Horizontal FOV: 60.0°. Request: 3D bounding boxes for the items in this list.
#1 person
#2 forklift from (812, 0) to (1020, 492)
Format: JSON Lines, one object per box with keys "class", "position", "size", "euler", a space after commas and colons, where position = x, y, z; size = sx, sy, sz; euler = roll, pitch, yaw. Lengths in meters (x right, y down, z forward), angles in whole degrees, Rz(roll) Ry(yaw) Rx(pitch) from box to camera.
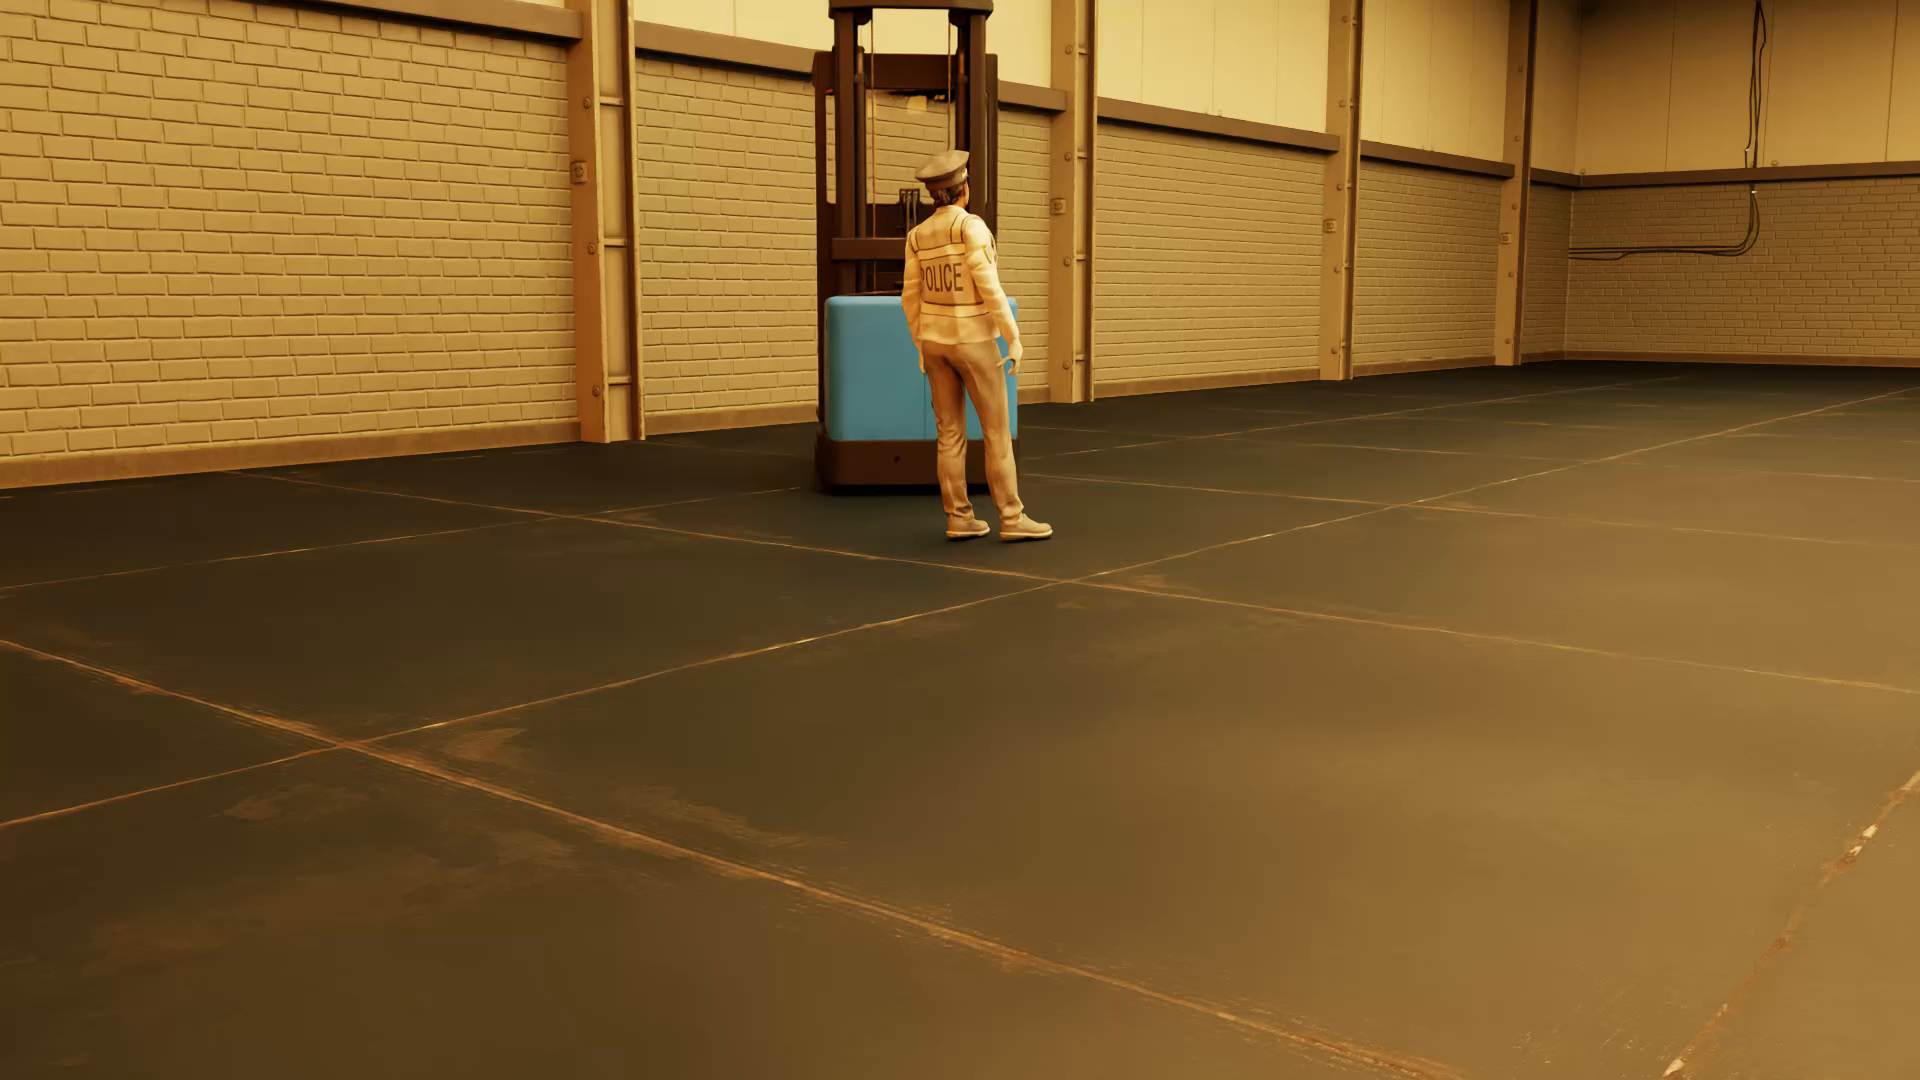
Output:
{"class": "person", "position": [0.049, -0.853, 7.330], "size": [0.587, 1.694, 0.530], "euler": [7, 11, 38]}
{"class": "forklift", "position": [-0.345, -1.895, 10.233], "size": [1.130, 2.935, 3.031], "euler": [-1, 8, -6]}
